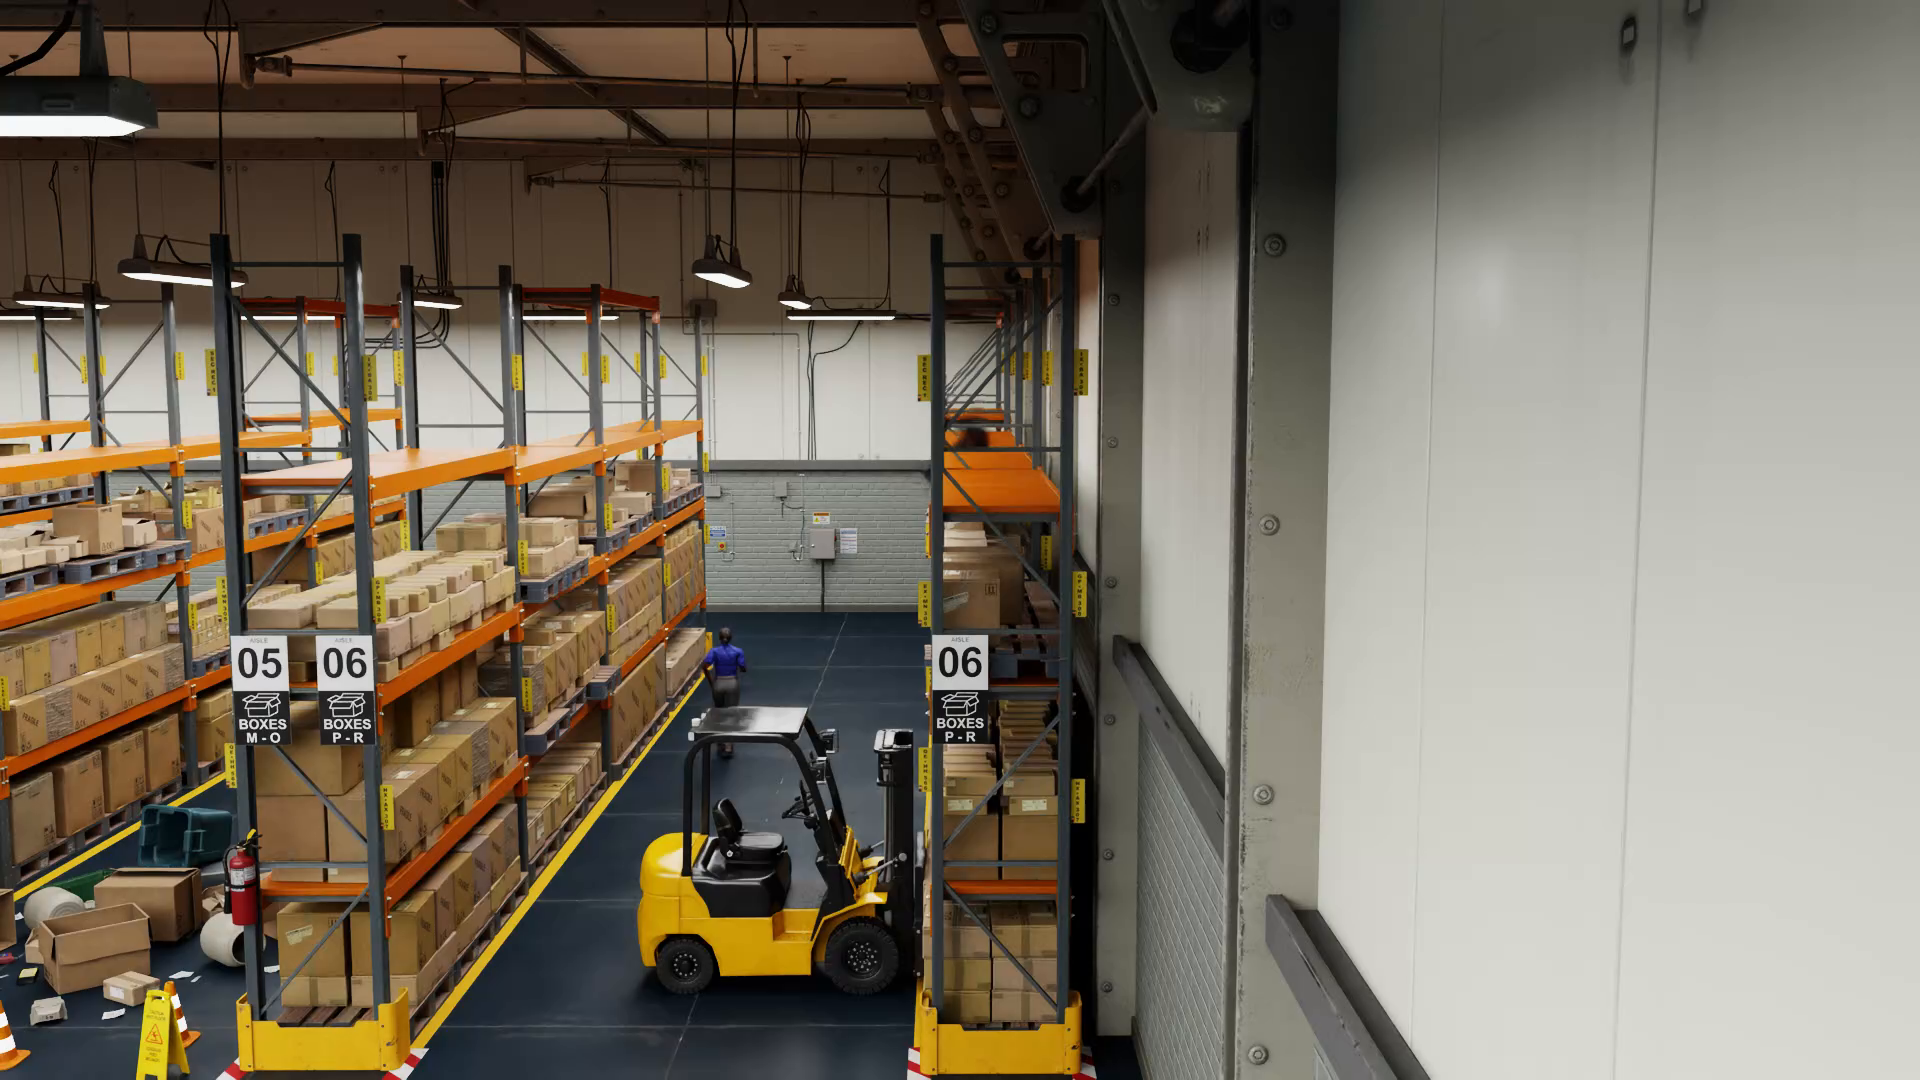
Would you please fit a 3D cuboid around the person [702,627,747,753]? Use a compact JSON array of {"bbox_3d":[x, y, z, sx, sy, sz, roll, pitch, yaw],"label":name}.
[{"bbox_3d":[-3.047,1.969,21.623,0.555,1.702,0.686,0,6,-3],"label":"person"}]
